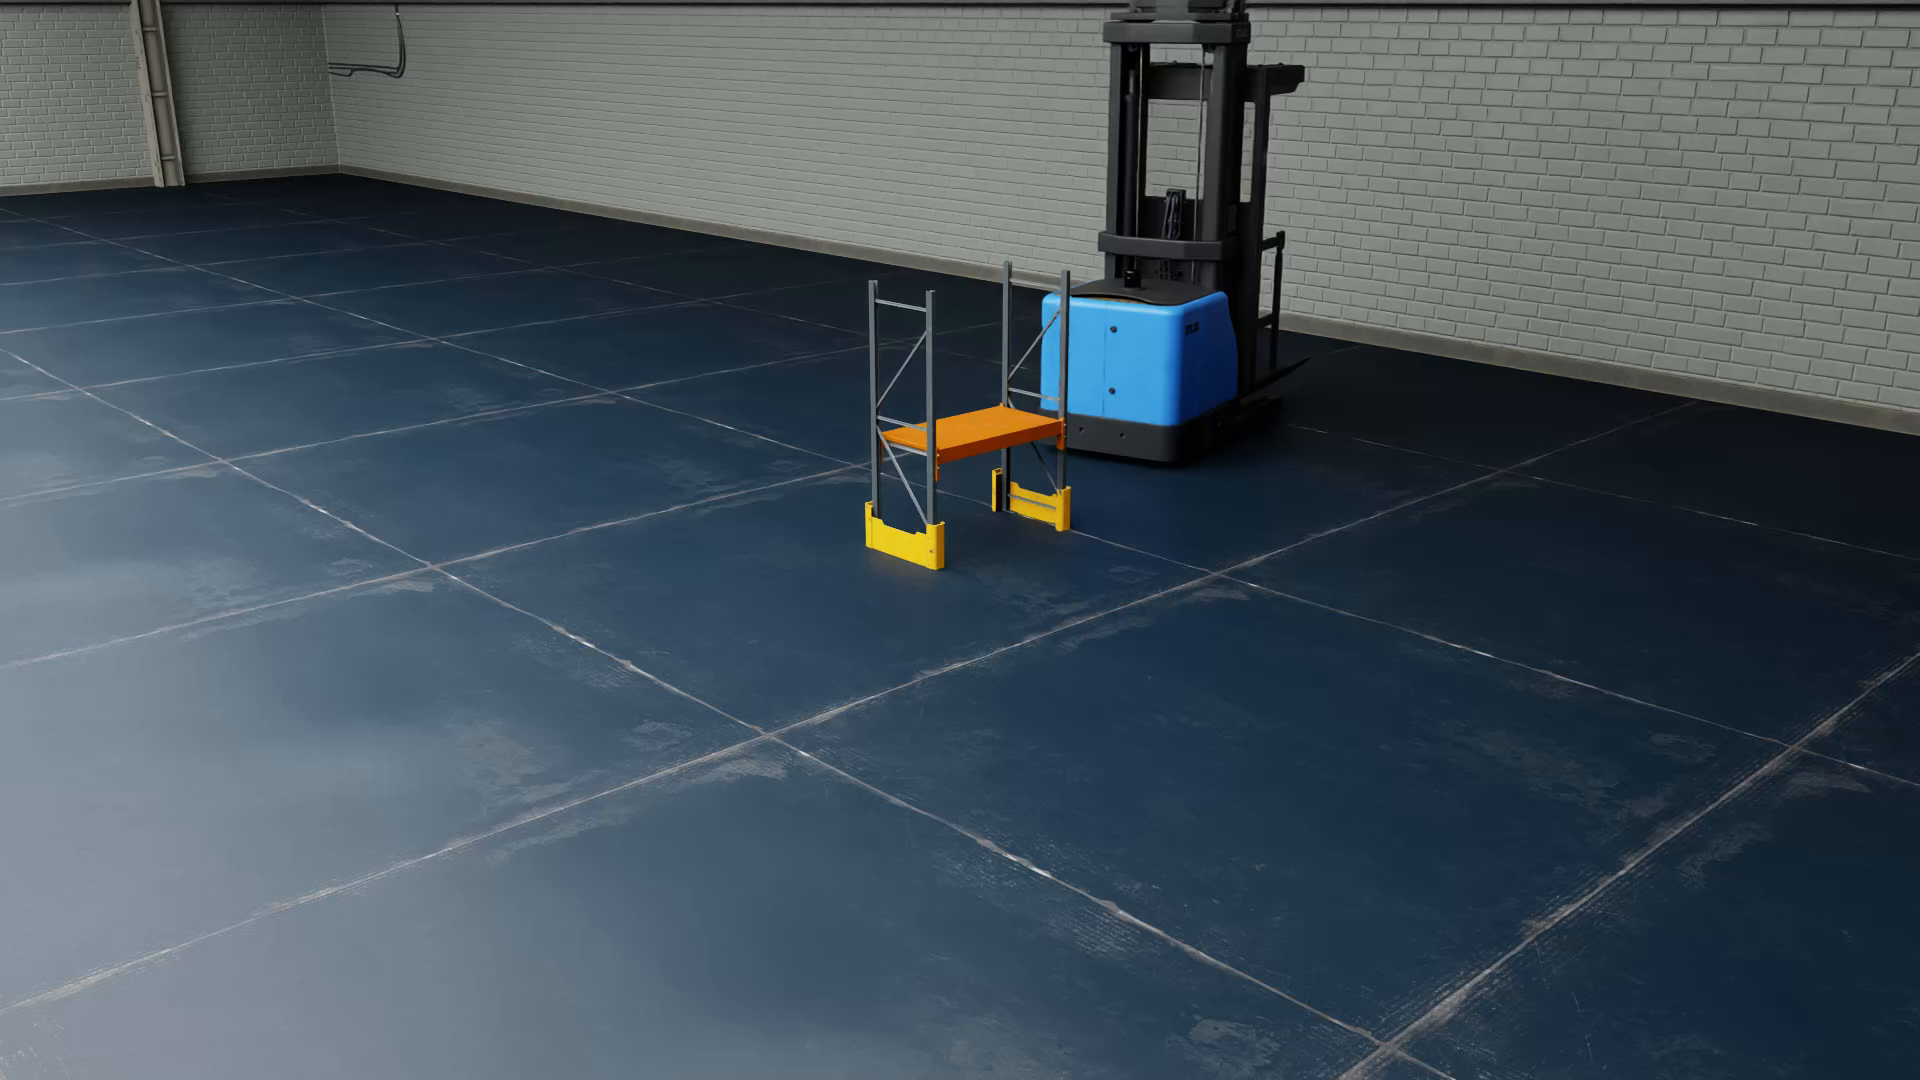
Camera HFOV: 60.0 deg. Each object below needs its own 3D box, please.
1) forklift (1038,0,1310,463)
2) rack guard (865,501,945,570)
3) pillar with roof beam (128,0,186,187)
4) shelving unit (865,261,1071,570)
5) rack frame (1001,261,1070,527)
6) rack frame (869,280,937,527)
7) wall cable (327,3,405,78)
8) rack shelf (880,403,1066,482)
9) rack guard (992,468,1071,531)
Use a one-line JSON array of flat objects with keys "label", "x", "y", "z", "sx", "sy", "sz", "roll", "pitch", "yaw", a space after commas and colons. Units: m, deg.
[{"label": "forklift", "x": 1.724, "y": -2.303, "z": 11.836, "sx": 1.130, "sy": 2.935, "sz": 3.031, "roll": 11, "pitch": 21, "yaw": 30}, {"label": "rack guard", "x": -0.306, "y": -0.030, "z": 9.171, "sx": 0.087, "sy": 0.250, "sz": 0.587, "roll": -16, "pitch": 24, "yaw": -41}, {"label": "pillar with roof beam", "x": -10.198, "y": -9.220, "z": 23.331, "sx": 0.400, "sy": 9.000, "sz": 9.100, "roll": -16, "pitch": 24, "yaw": -41}, {"label": "shelving unit", "x": 0.055, "y": -0.730, "z": 9.303, "sx": 1.083, "sy": 1.500, "sz": 0.587, "roll": -16, "pitch": 24, "yaw": -41}, {"label": "rack frame", "x": 0.431, "y": -0.839, "z": 9.641, "sx": 0.032, "sy": 1.500, "sz": 0.500, "roll": -16, "pitch": 24, "yaw": -41}, {"label": "rack frame", "x": -0.307, "y": -0.624, "z": 8.977, "sx": 0.032, "sy": 1.500, "sz": 0.500, "roll": -16, "pitch": 24, "yaw": -41}, {"label": "wall cable", "x": -10.106, "y": -9.036, "z": 27.797, "sx": 0.112, "sy": 2.526, "sz": 3.097, "roll": -16, "pitch": 24, "yaw": -41}, {"label": "rack shelf", "x": 0.062, "y": -0.560, "z": 9.365, "sx": 1.000, "sy": 0.185, "sz": 0.538, "roll": -16, "pitch": 24, "yaw": -41}, {"label": "rack guard", "x": 0.417, "y": -0.241, "z": 9.821, "sx": 0.087, "sy": 0.250, "sz": 0.587, "roll": -16, "pitch": 24, "yaw": -41}]
